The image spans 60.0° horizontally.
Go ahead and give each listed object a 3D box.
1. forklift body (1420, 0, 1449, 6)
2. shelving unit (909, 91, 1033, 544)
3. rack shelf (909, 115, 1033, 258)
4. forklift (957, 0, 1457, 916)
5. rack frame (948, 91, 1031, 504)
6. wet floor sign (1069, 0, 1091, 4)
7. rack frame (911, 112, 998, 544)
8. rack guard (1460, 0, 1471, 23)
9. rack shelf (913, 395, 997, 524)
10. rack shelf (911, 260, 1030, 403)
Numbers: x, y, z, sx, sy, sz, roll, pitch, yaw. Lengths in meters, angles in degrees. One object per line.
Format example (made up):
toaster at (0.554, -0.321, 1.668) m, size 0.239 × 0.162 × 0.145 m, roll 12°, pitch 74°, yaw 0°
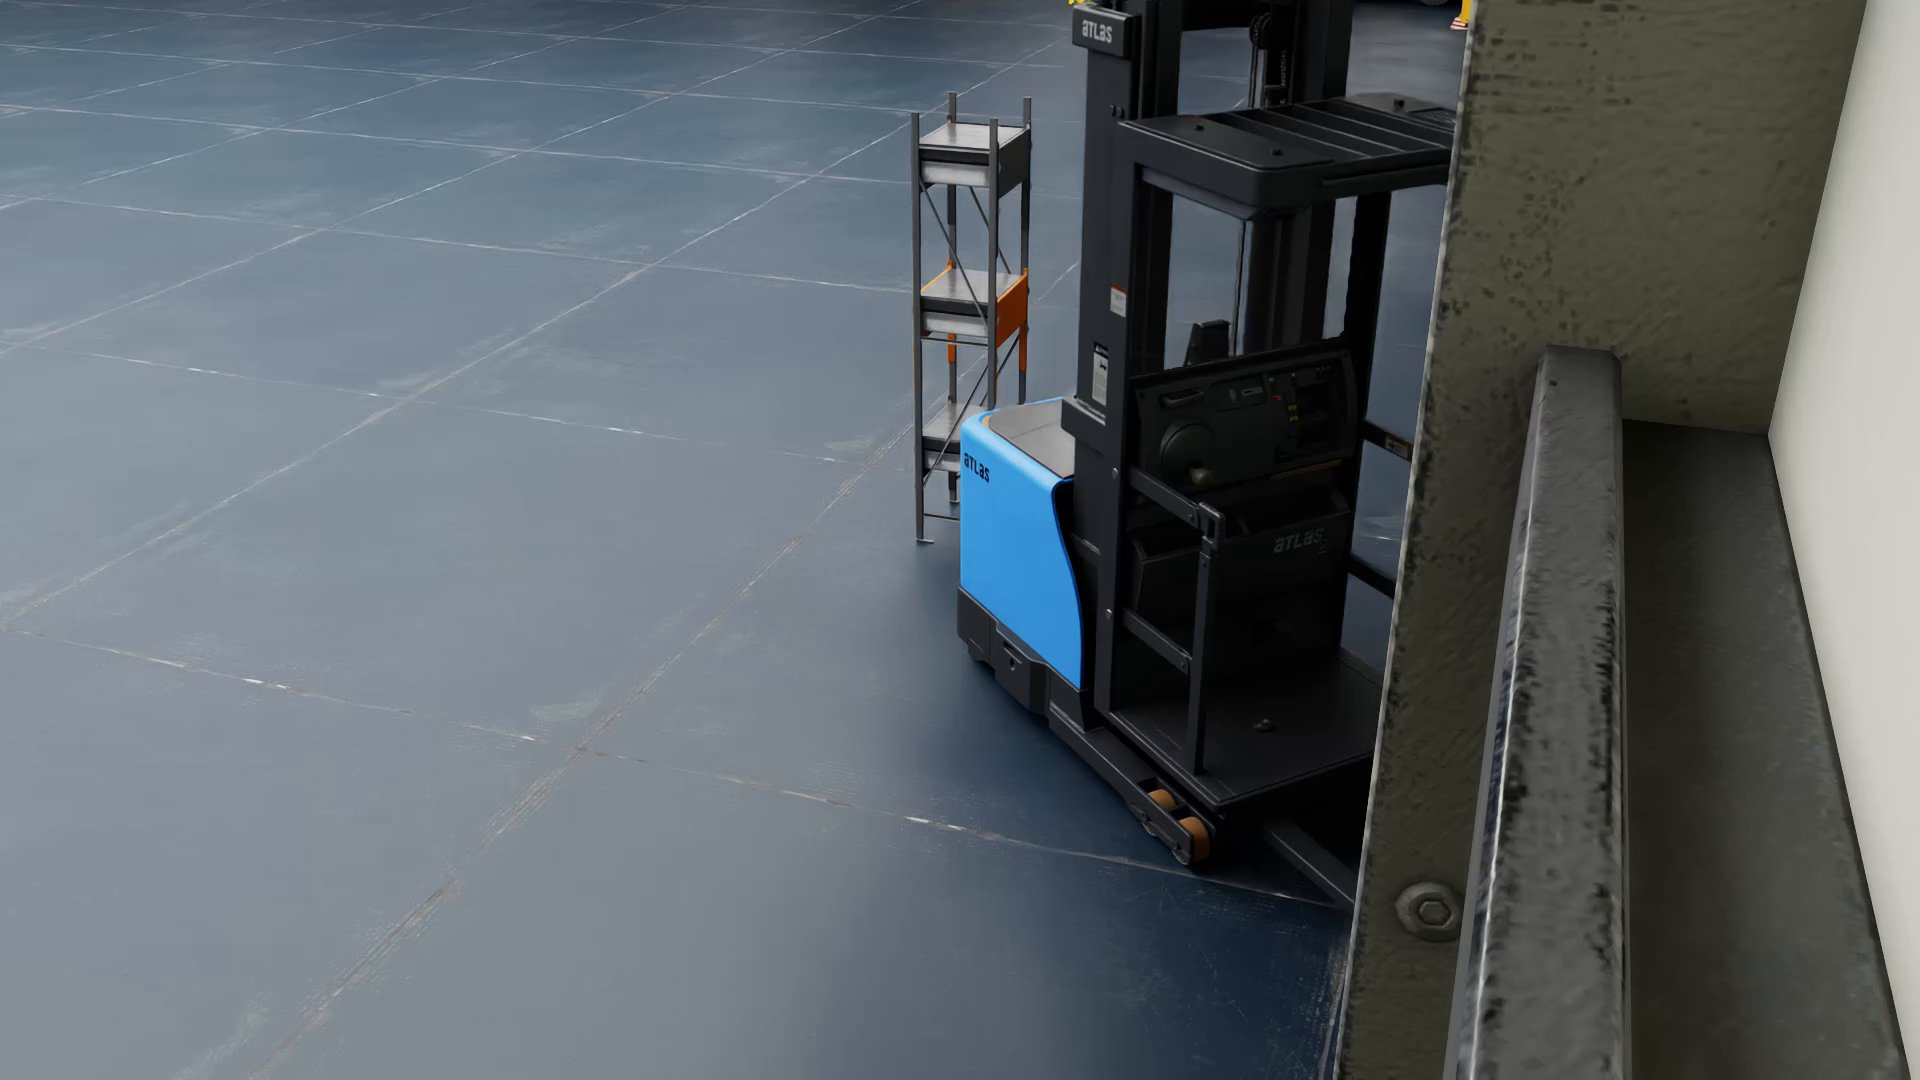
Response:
forklift body at (6.460, -9.181, 24.744) m, size 2.313 × 2.155 × 1.214 m, roll 9°, pitch 27°, yaw 17°
shelving unit at (0.055, -1.013, 7.933) m, size 0.431 × 2.100 × 0.503 m, roll 9°, pitch 27°, yaw 17°
rack shelf at (0.055, -1.631, 7.634) m, size 0.431 × 0.518 × 0.480 m, roll 9°, pitch 27°, yaw 17°
forklift at (1.121, -0.396, 5.704) m, size 1.130 × 2.935 × 3.031 m, roll -13°, pitch 29°, yaw -25°
rack frame at (0.136, -1.113, 8.140) m, size 0.400 × 2.100 × 0.015 m, roll 9°, pitch 27°, yaw 17°
wet floor sign at (1.795, -8.255, 24.559) m, size 0.267 × 0.644 × 0.232 m, roll 20°, pitch 32°, yaw 35°
rack frame at (-0.026, -0.913, 7.726) m, size 0.400 × 2.100 × 0.015 m, roll 9°, pitch 27°, yaw 17°
rack guard at (7.541, -7.384, 22.927) m, size 1.175 × 0.500 × 0.348 m, roll 9°, pitch 27°, yaw 17°
rack shelf at (0.055, -0.371, 8.244) m, size 0.431 × 0.518 × 0.480 m, roll 9°, pitch 27°, yaw 17°
rack shelf at (0.055, -1.001, 7.939) m, size 0.431 × 0.518 × 0.480 m, roll 9°, pitch 27°, yaw 17°
